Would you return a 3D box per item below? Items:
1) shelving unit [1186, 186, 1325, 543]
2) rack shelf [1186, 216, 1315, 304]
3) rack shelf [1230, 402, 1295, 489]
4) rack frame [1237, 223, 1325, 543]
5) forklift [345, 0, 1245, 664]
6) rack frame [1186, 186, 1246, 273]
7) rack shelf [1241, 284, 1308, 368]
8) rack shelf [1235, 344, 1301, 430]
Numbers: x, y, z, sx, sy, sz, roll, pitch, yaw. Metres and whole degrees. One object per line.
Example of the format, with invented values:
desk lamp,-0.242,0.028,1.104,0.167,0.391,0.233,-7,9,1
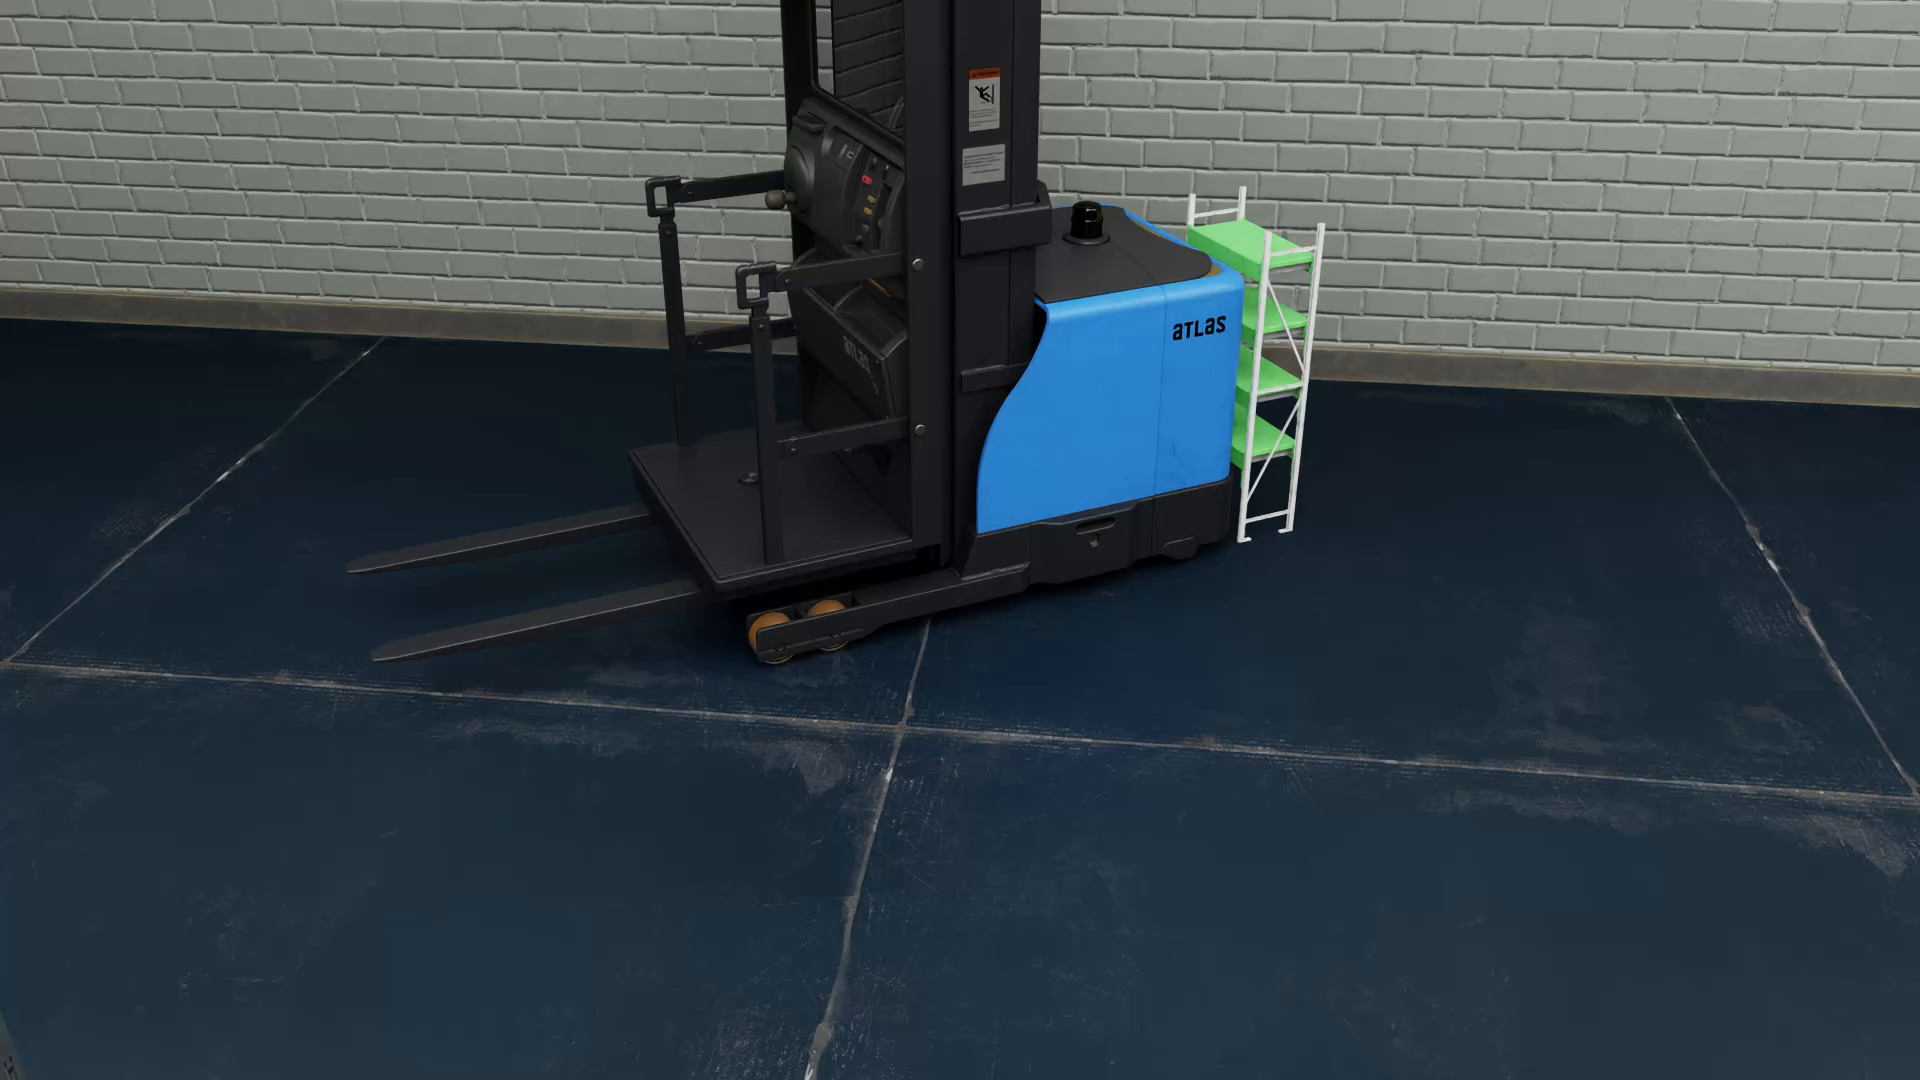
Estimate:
shelving unit,1.048,-0.648,6.189,0.258,1.200,0.503,-12,31,-22
rack shelf,1.048,-1.015,5.991,0.258,0.148,0.480,-12,31,-22
rack shelf,1.048,-0.381,6.333,0.258,0.148,0.480,-12,31,-22
rack frame,1.151,-0.543,5.994,0.240,1.200,0.015,-12,31,-22
forklift,-0.565,-1.167,5.326,3.031,2.935,1.130,-12,31,-22
rack frame,0.945,-0.753,6.383,0.240,1.200,0.015,-12,31,-22
rack shelf,1.048,-0.803,6.105,0.258,0.148,0.480,-12,31,-22
rack shelf,1.048,-0.592,6.219,0.258,0.148,0.480,-12,31,-22
